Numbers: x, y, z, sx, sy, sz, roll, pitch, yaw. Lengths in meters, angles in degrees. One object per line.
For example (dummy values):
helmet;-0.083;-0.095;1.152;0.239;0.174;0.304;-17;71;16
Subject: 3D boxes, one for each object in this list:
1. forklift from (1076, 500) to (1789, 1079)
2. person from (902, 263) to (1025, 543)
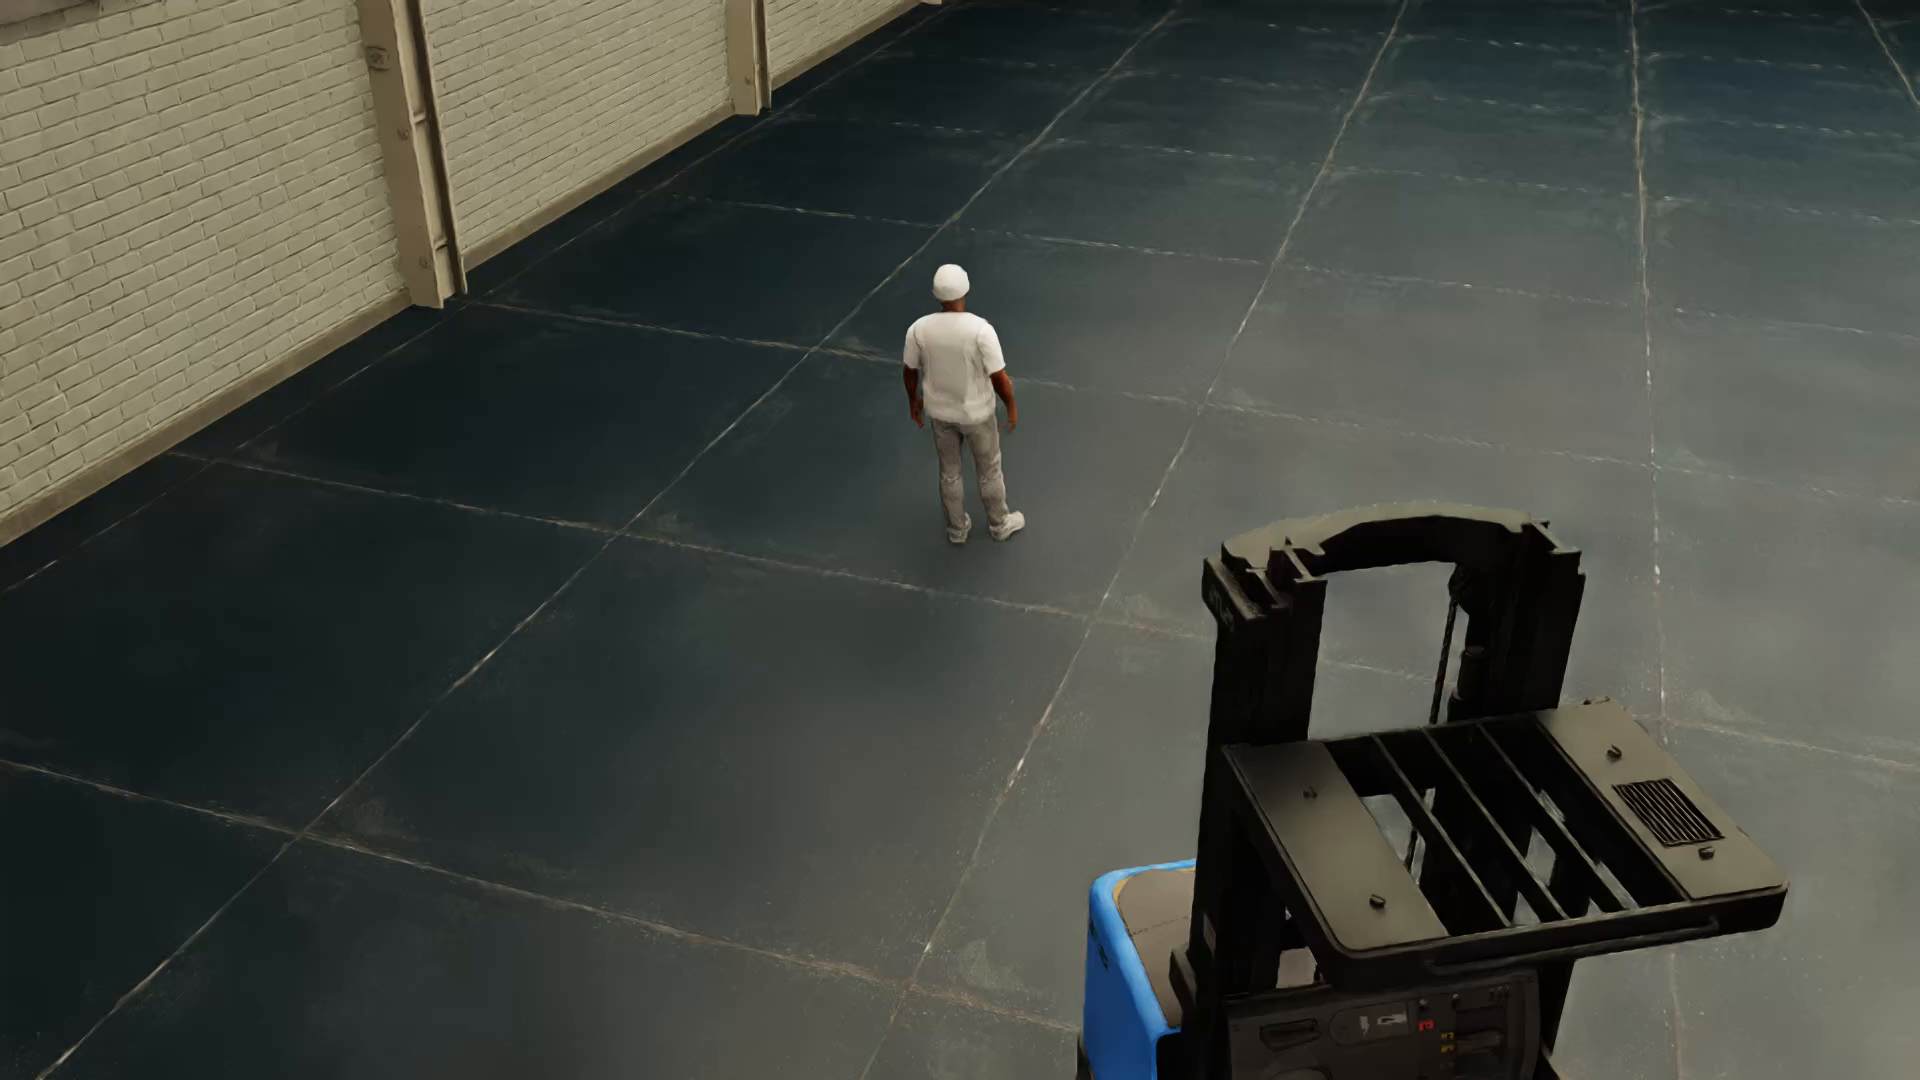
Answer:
forklift;1.243;1.500;4.506;1.130;2.935;3.031;-6;30;-10
person;0.028;-0.805;9.711;0.665;1.766;0.576;10;31;16
